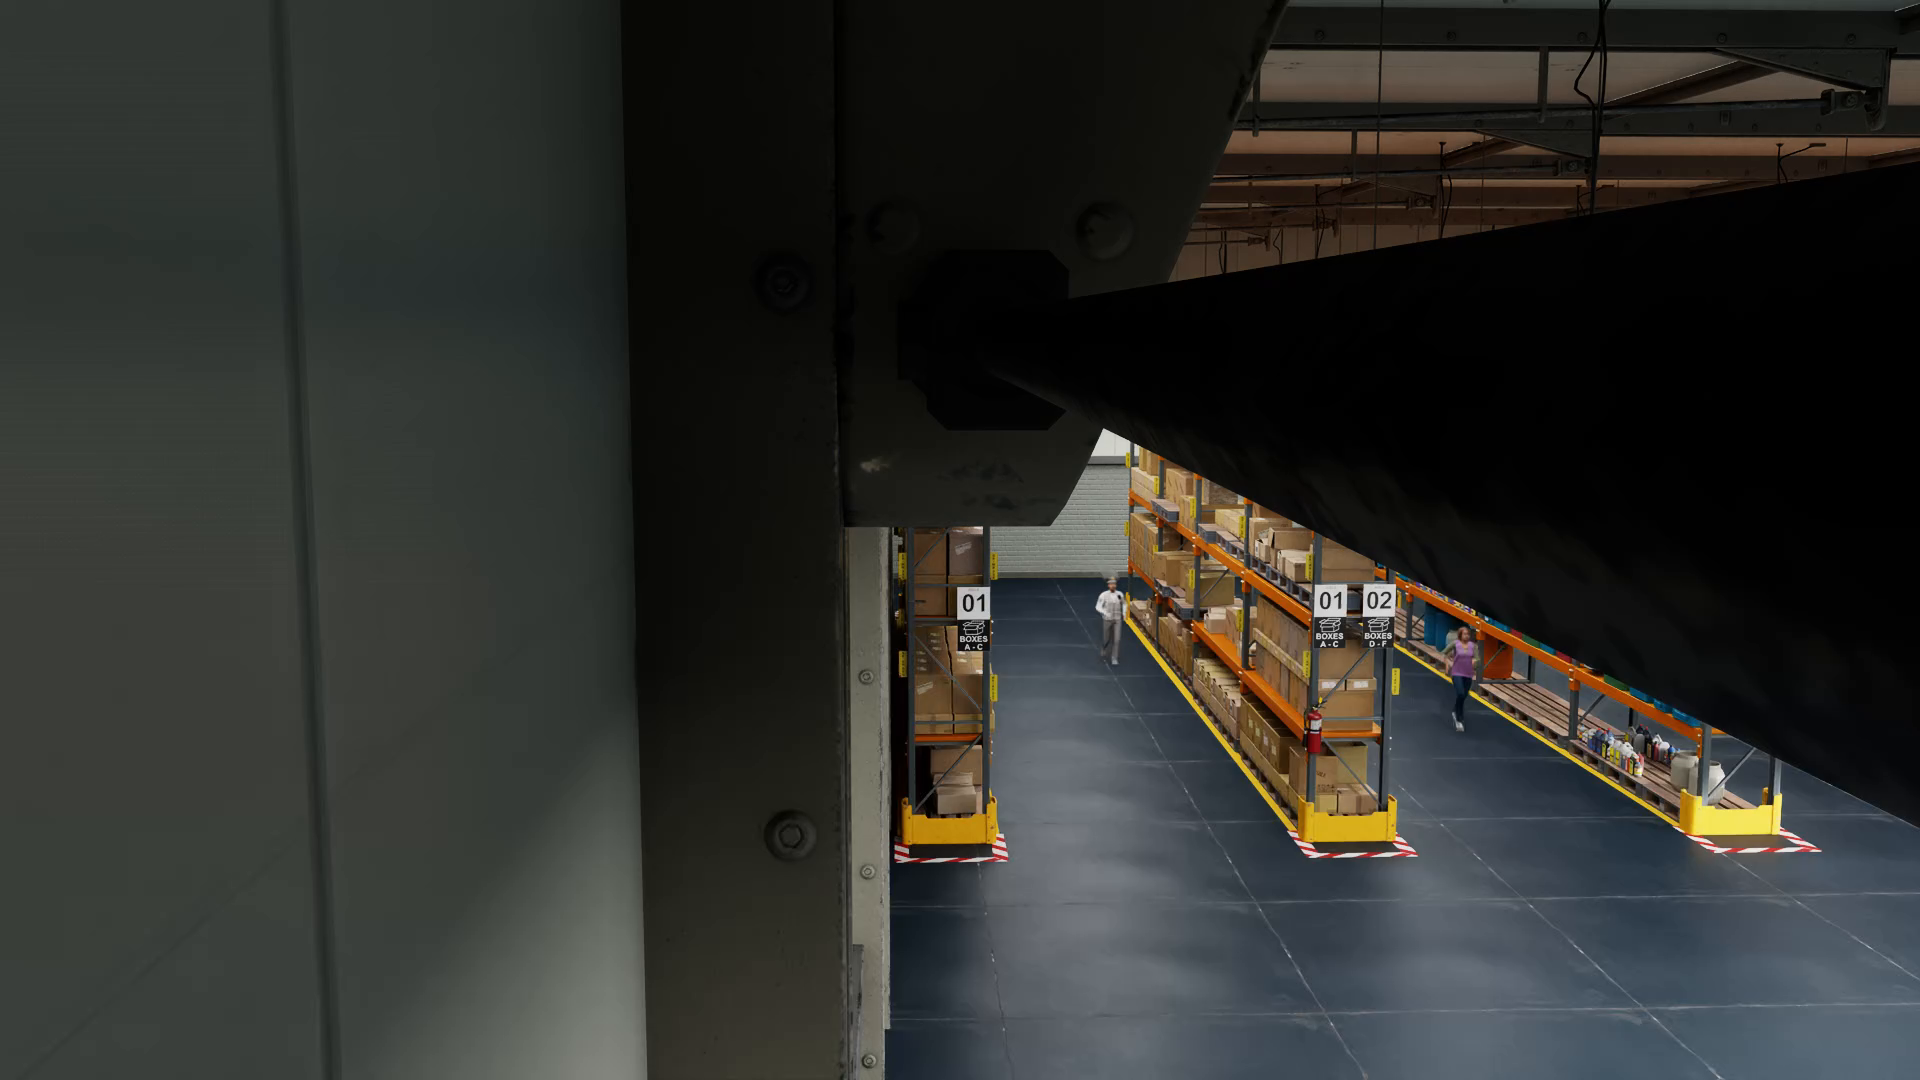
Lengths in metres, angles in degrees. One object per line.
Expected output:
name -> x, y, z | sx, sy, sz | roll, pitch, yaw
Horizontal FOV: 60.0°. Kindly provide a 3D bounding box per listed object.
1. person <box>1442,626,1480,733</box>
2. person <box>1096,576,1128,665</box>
person -> 7.923, 2.178, 26.271 | 0.508, 1.647, 0.728 | -1, 7, -7
person -> 2.875, 1.497, 31.356 | 0.625, 1.654, 0.723 | -1, 7, -6
